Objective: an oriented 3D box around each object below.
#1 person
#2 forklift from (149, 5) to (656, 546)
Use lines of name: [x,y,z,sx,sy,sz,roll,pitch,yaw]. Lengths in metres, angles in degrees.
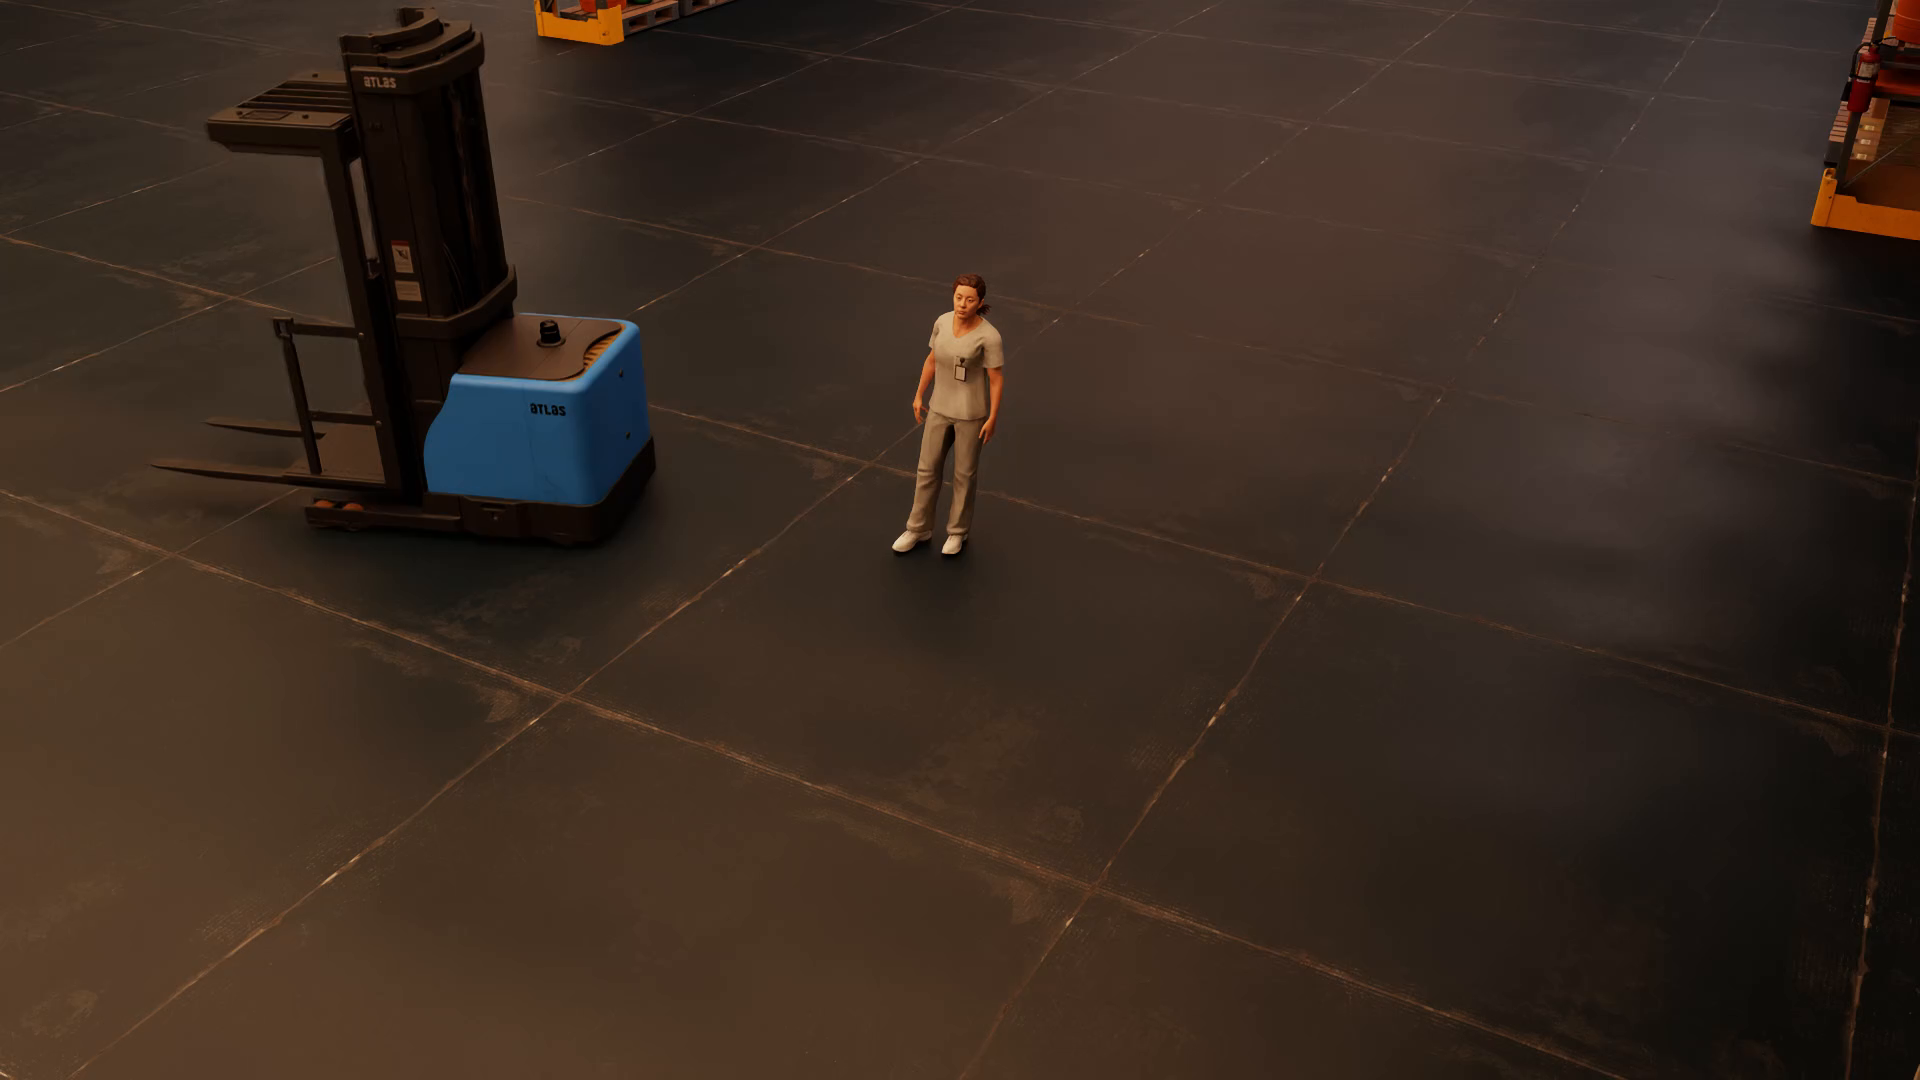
person: [-0.048,-0.704,9.530,0.549,1.675,0.549,15,33,25]
forklift: [-3.512,-1.578,9.806,3.031,2.935,1.130,5,30,9]
